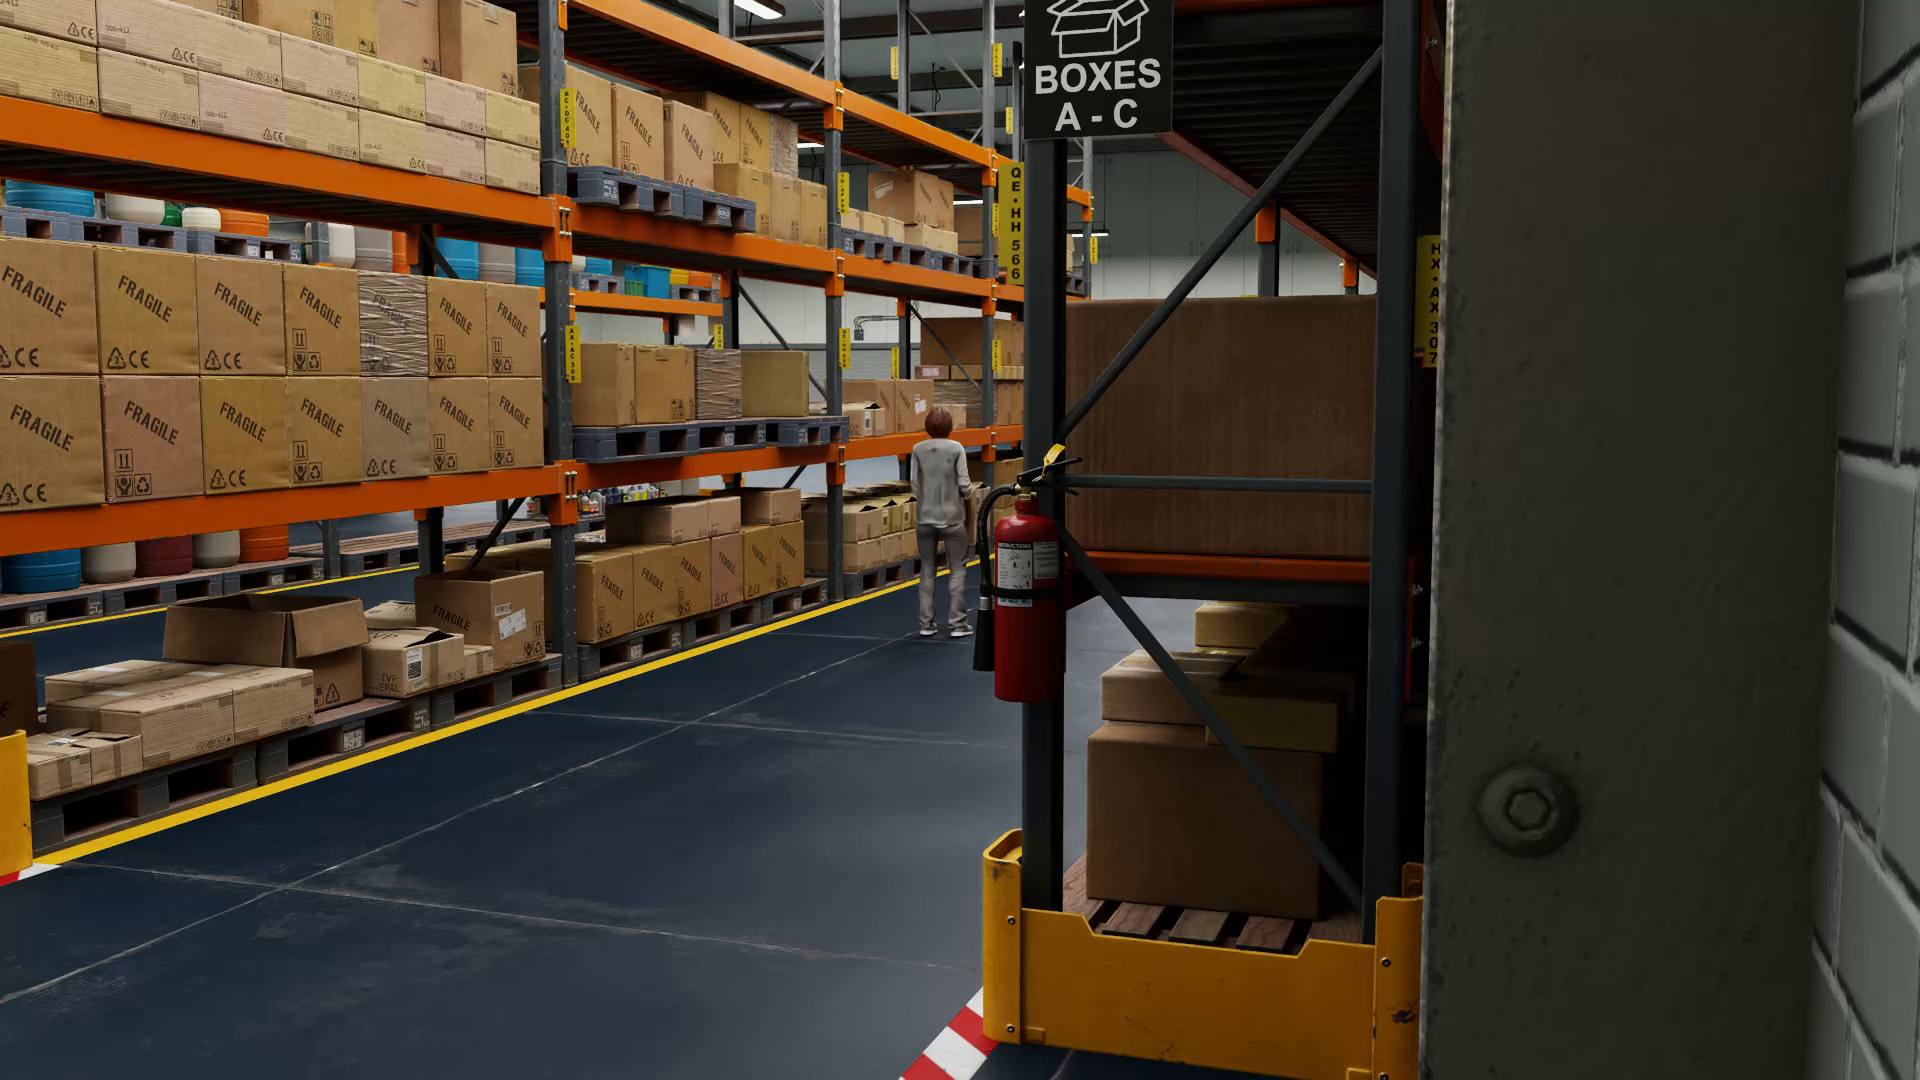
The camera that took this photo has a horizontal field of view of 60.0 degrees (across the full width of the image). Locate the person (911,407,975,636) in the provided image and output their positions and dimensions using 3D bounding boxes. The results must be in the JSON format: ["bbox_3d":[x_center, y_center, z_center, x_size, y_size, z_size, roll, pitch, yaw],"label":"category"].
[{"bbox_3d":[-0.122,-0.121,11.639,0.444,1.589,0.397,2,6,18],"label":"person"}]
